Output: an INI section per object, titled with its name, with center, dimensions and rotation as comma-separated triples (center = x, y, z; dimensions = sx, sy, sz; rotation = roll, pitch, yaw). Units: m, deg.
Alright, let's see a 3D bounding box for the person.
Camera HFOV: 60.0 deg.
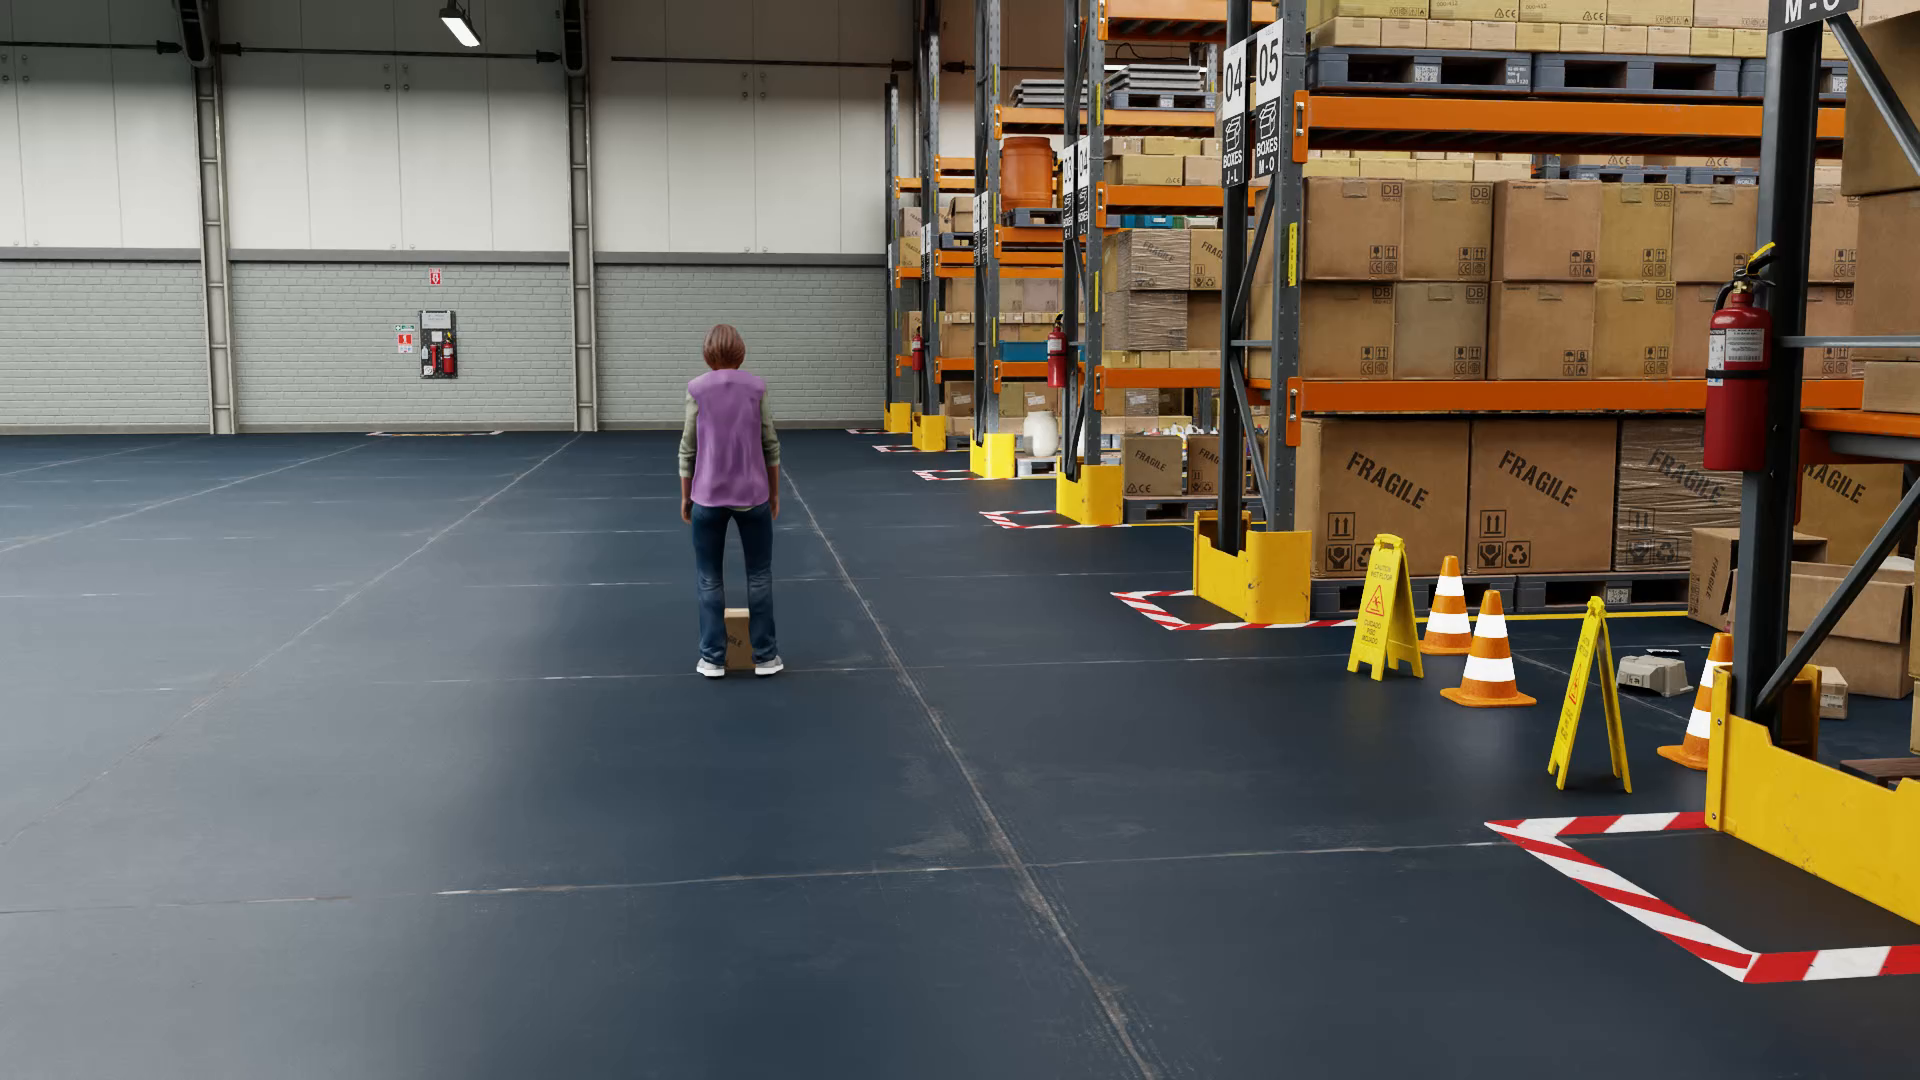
[person]
center = -1.034, -0.173, 7.505
dimensions = 0.466, 1.592, 0.345
rotation = -1, 7, -11
